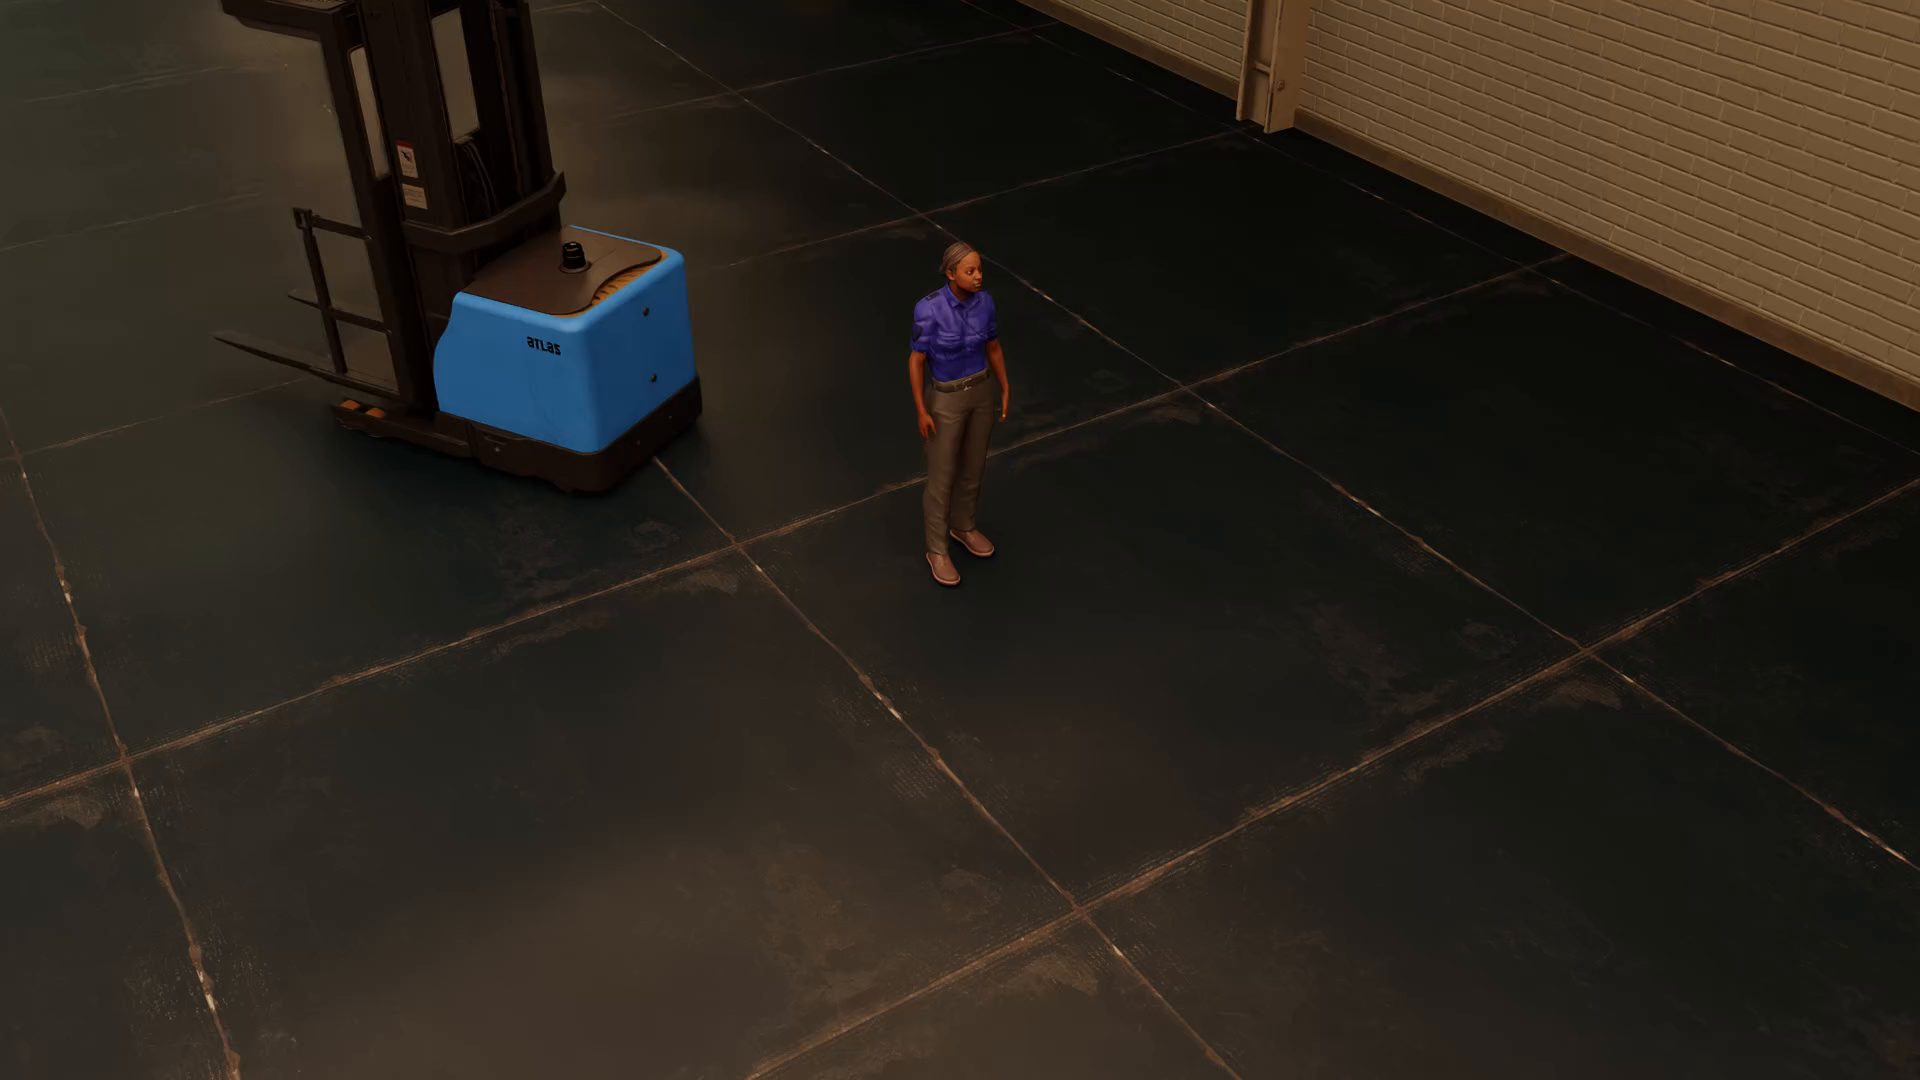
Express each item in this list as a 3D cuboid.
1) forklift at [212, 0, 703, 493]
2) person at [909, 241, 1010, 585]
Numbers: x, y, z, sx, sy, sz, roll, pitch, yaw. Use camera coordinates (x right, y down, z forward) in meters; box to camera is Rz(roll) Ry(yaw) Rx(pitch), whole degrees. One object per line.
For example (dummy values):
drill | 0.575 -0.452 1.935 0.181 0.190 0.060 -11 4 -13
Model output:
forklift | -3.041 -2.039 9.049 3.031 2.935 1.130 16 38 22
person | 0.031 -0.634 8.148 0.569 1.654 0.504 -21 40 -27
